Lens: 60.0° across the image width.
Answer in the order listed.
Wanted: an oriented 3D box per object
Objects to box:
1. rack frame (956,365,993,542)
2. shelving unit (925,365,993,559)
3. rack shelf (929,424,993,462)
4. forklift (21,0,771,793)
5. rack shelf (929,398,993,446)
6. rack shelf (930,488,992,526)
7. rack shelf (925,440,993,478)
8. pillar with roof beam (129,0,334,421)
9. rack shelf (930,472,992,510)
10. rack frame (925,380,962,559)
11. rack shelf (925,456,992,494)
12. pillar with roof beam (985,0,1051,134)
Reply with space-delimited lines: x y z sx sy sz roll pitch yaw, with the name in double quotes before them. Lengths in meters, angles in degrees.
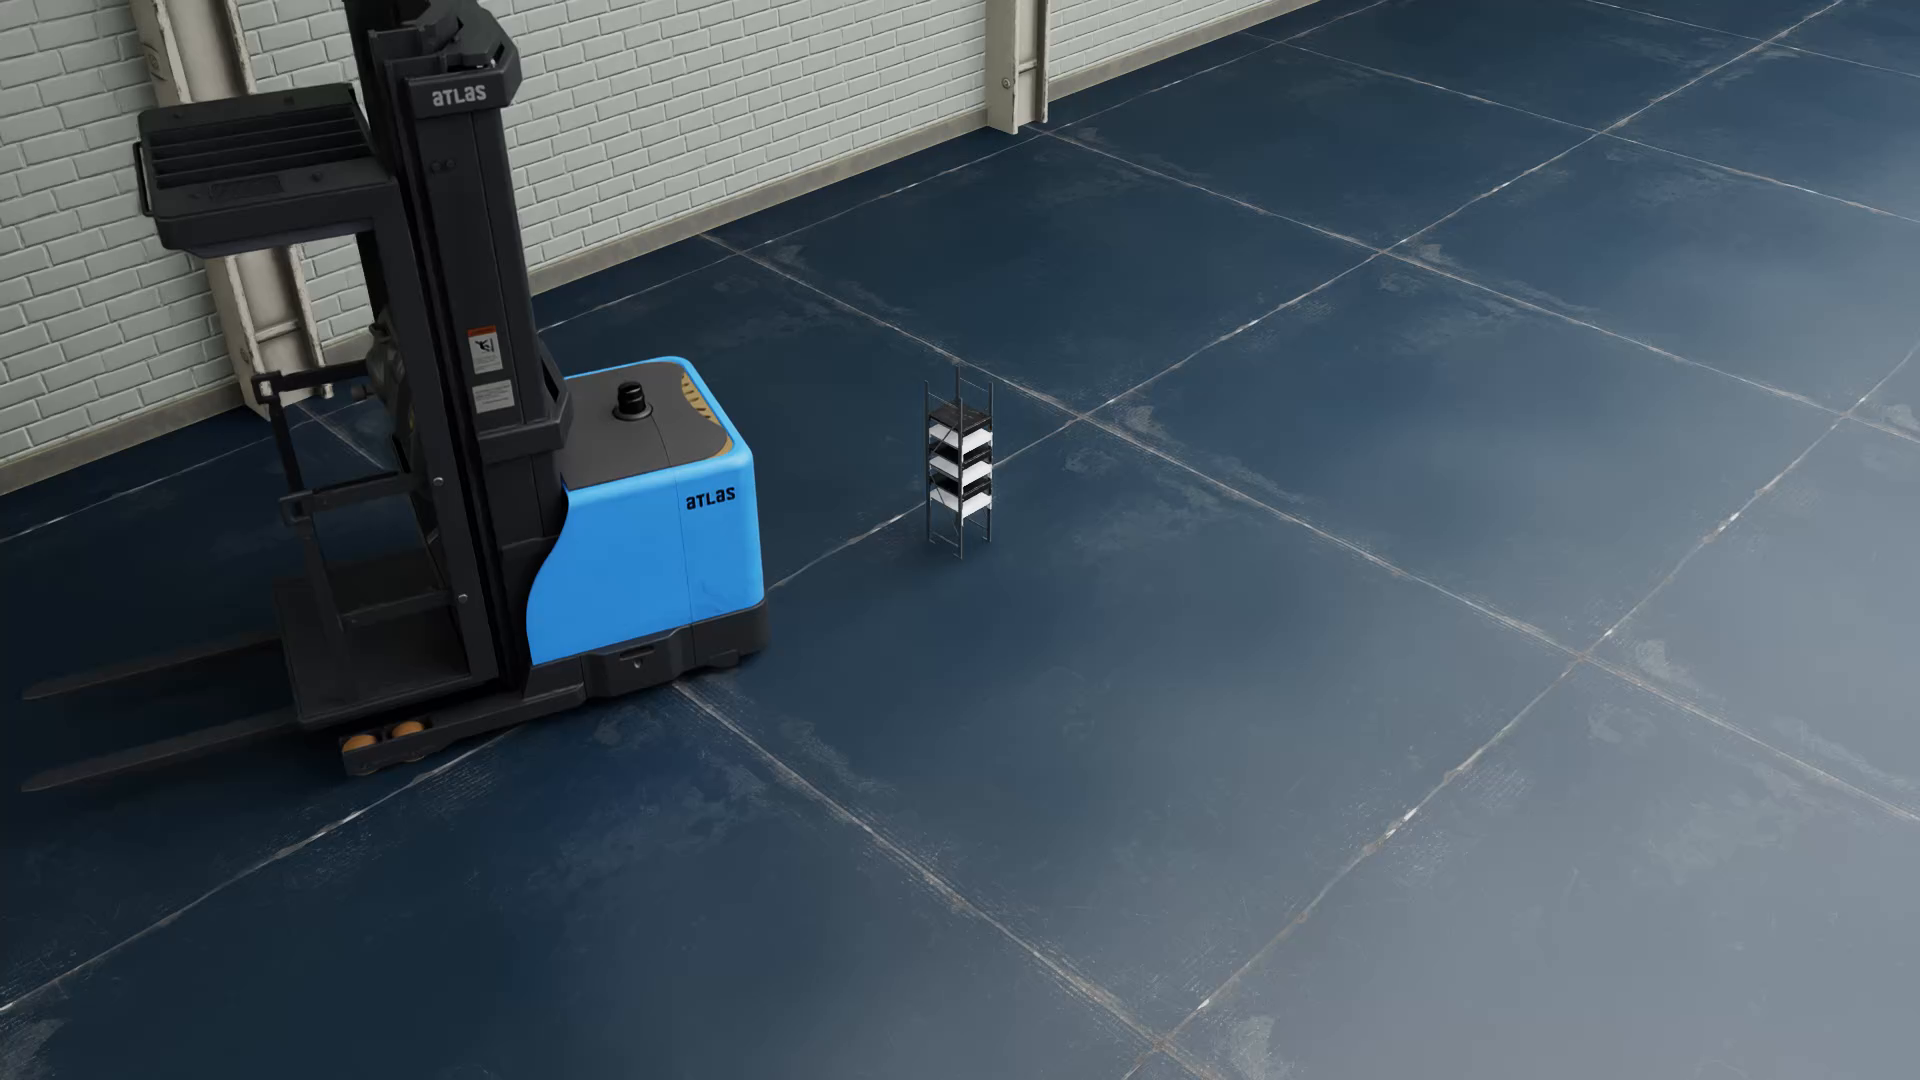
"rack frame" 0.066 -0.407 8.047 0.240 0.900 0.006 30 45 35
"shelving unit" -0.006 -0.366 7.988 0.258 0.900 0.210 30 45 35
"rack shelf" -0.006 -0.486 7.904 0.258 0.077 0.200 30 45 35
"forklift" -2.412 -0.578 6.516 3.031 2.935 1.130 -15 38 -20
"rack shelf" -0.006 -0.560 7.852 0.258 0.077 0.200 30 45 35
"rack shelf" -0.006 -0.191 8.110 0.258 0.077 0.200 30 45 35
"rack shelf" -0.006 -0.412 7.955 0.258 0.077 0.200 30 45 35
"pillar with roof beam" -0.738 -2.754 4.333 9.100 9.000 0.400 30 45 35
"rack shelf" -0.006 -0.265 8.058 0.258 0.077 0.200 30 45 35
"rack frame" -0.077 -0.325 7.929 0.240 0.900 0.006 30 45 35
"rack shelf" -0.006 -0.338 8.007 0.258 0.077 0.200 30 45 35
"pillar with roof beam" 3.490 -5.190 7.825 9.100 9.000 0.400 30 45 35
